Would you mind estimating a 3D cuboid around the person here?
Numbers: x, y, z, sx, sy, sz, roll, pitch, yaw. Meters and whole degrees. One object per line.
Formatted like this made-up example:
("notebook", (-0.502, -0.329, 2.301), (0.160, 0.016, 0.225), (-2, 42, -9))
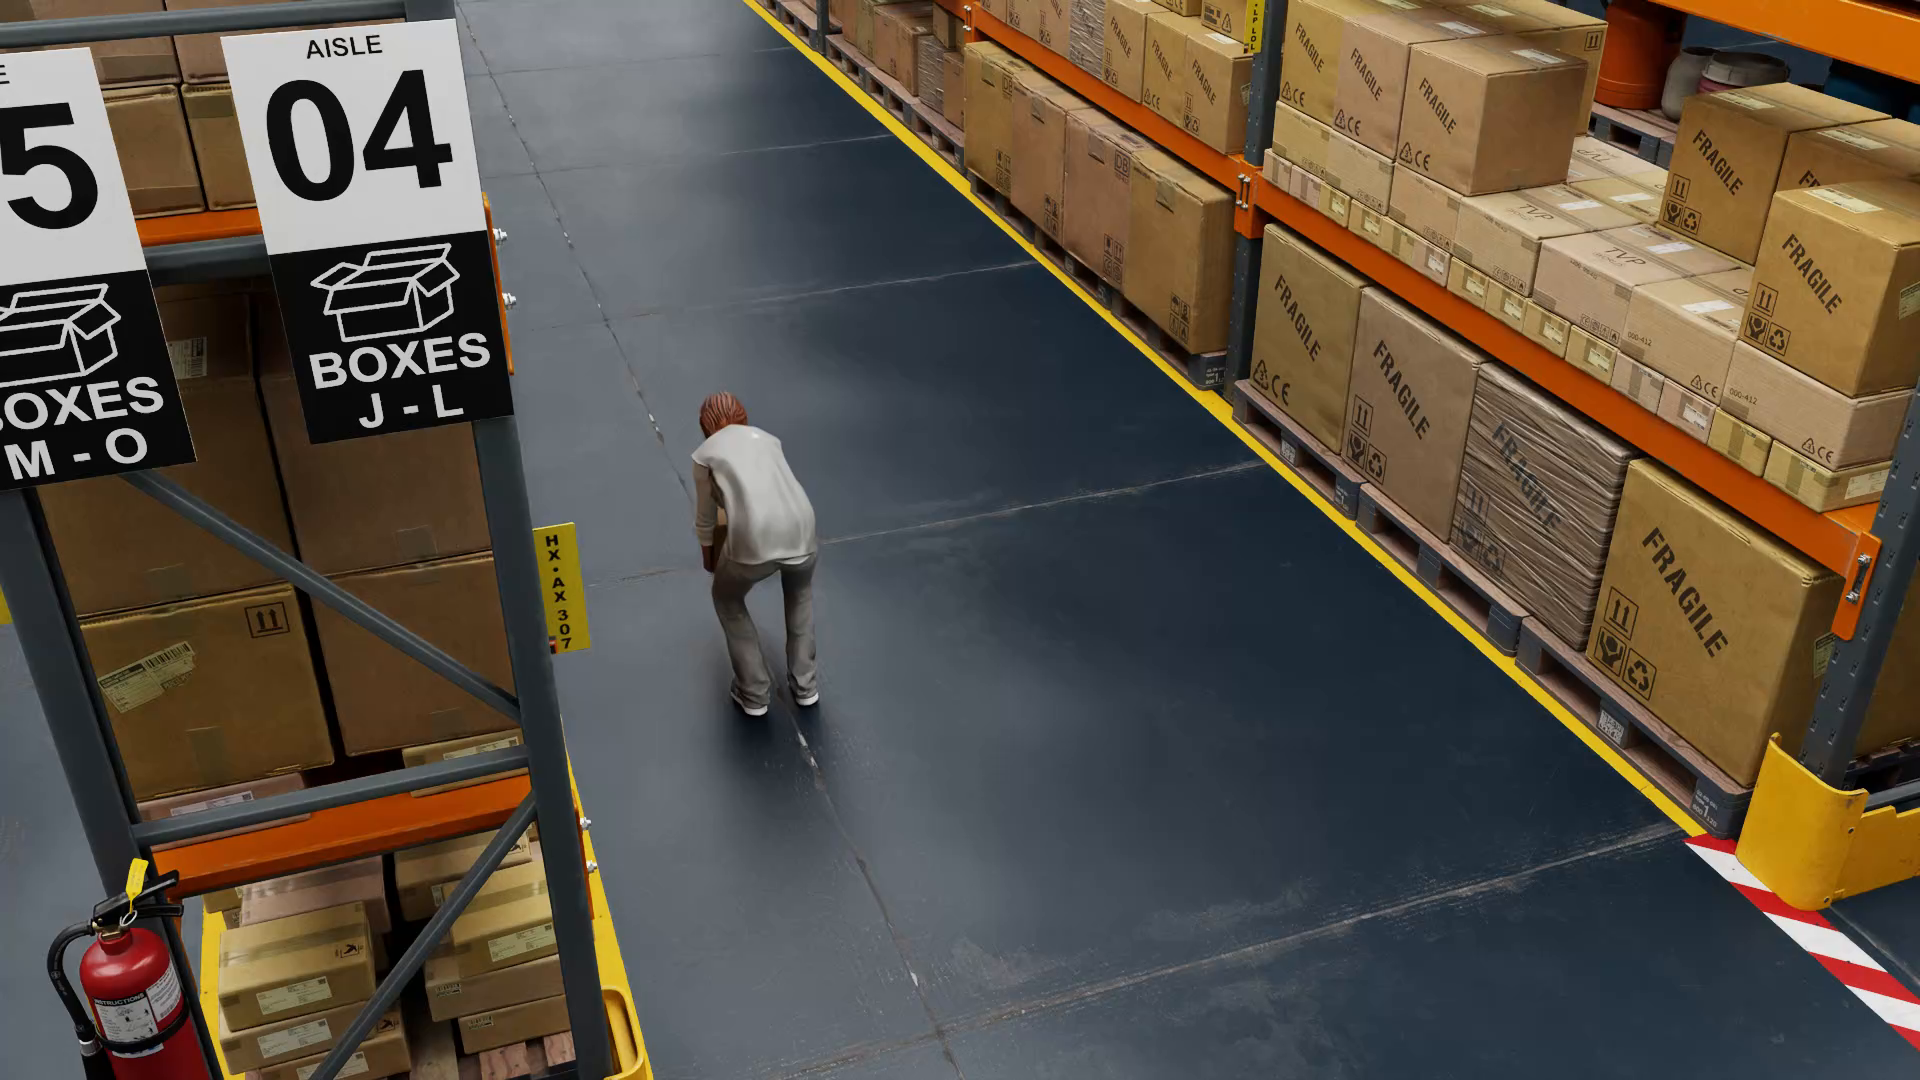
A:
("person", (-0.805, 0.069, 6.516), (0.402, 1.101, 0.842), (-12, 32, -19))
